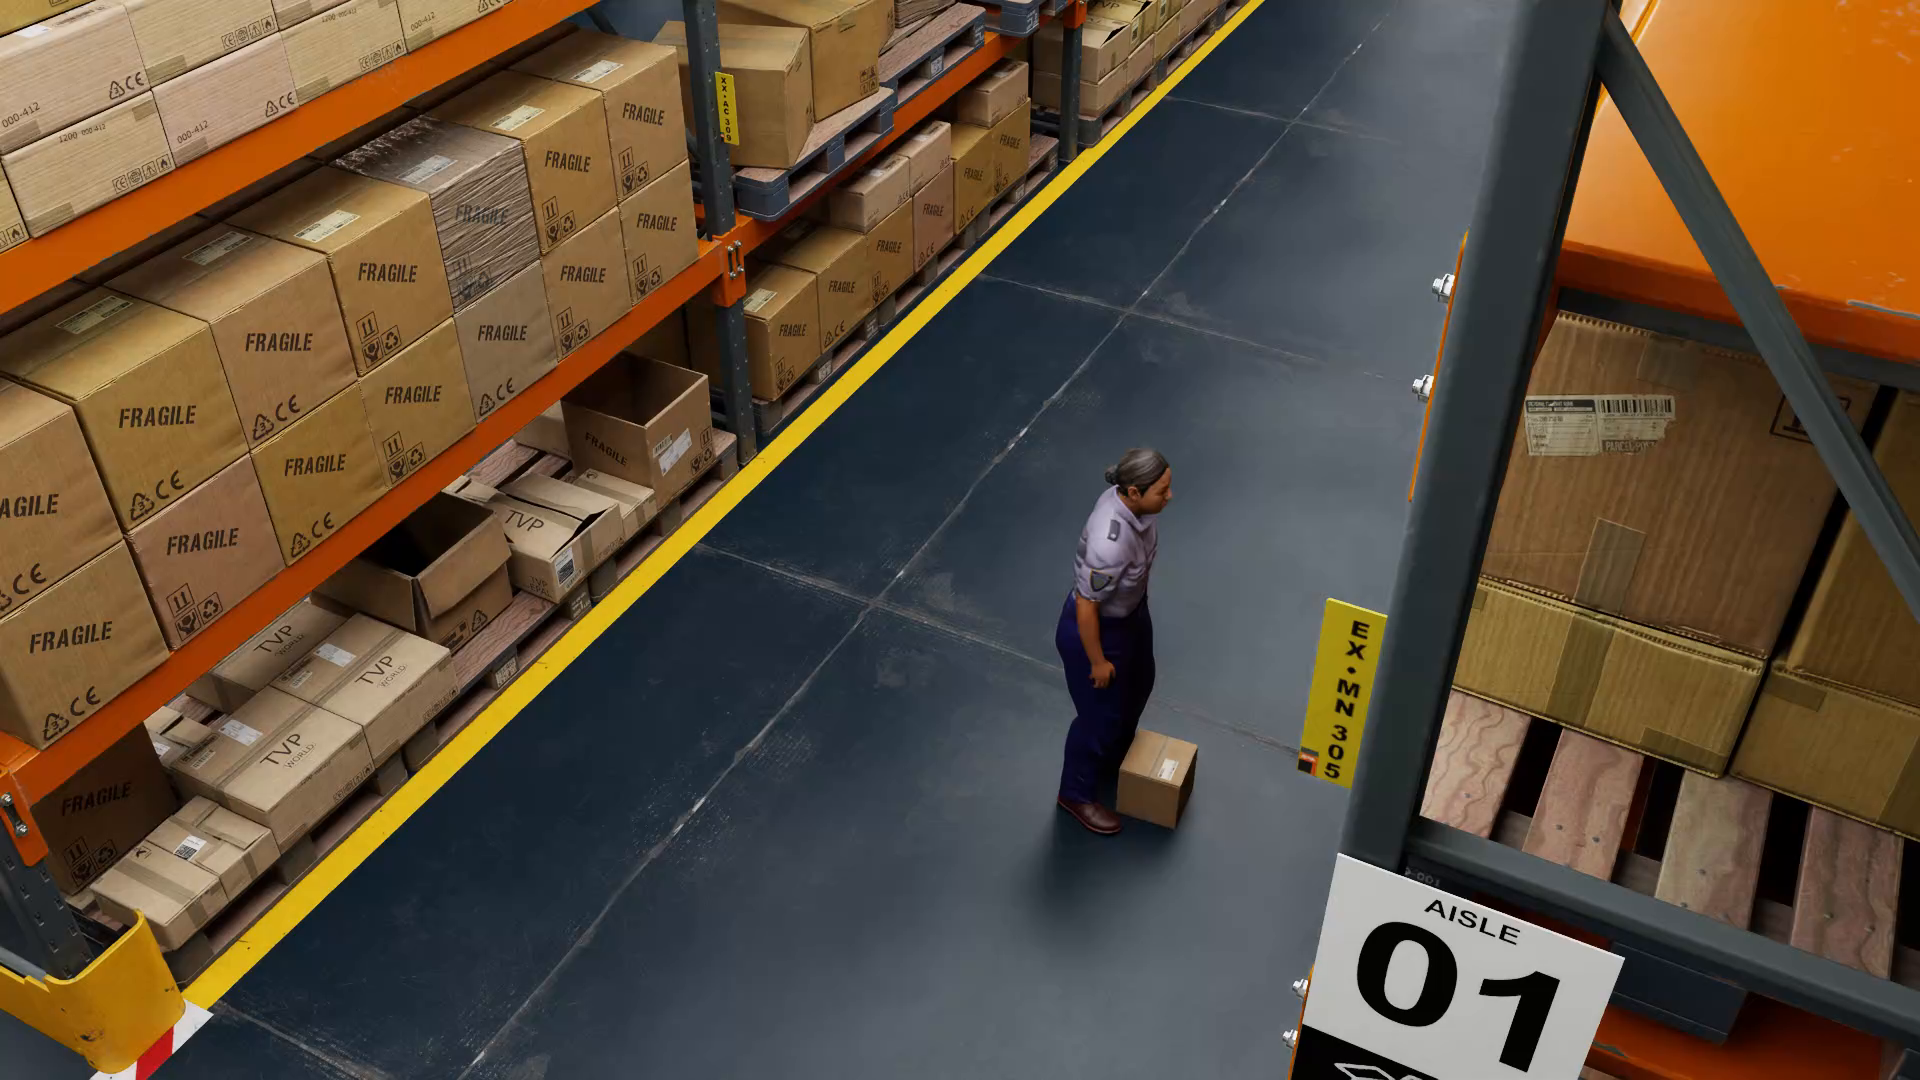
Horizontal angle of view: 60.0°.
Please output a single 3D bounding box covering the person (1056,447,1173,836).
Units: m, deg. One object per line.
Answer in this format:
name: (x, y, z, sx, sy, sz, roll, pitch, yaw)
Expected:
person: (0.599, 0.348, 6.313, 0.426, 1.651, 0.560, 15, 41, 19)
